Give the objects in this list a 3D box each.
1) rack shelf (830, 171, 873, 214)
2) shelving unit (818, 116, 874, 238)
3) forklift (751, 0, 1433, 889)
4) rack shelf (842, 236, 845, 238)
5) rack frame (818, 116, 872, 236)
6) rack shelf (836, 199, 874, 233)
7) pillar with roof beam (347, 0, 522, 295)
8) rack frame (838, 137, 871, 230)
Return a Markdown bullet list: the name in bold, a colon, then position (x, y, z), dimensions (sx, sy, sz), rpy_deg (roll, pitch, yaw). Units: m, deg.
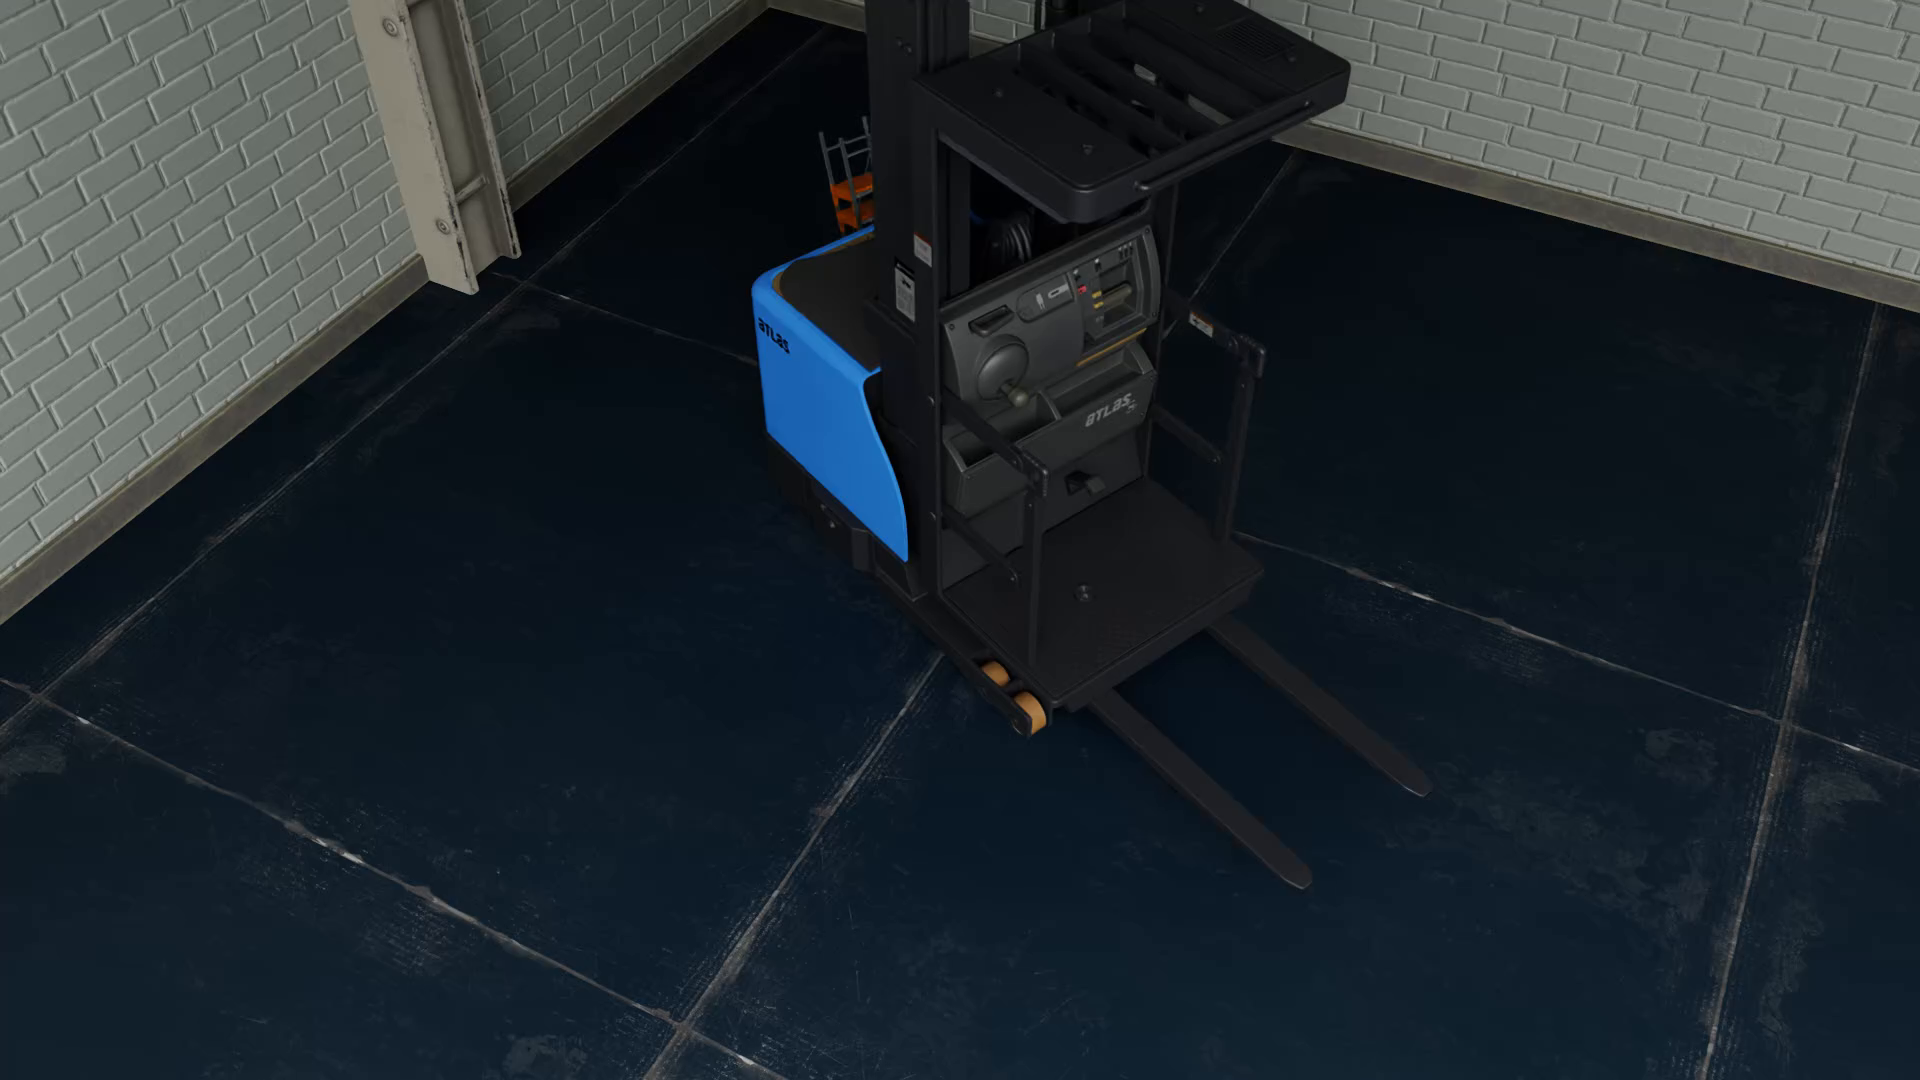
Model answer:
- **rack shelf**: position (-0.411, -1.530, 7.280), dimensions (0.258, 0.103, 0.180), rpy_deg (-26, 32, -23)
- **shelving unit**: position (-0.354, -1.261, 7.433), dimensions (0.258, 1.200, 0.189), rpy_deg (-26, 32, -23)
- **forklift**: position (0.467, -0.696, 5.657), dimensions (1.130, 2.935, 3.031), rpy_deg (-29, 52, -26)
- **rack shelf**: position (-0.368, -1.325, 7.397), dimensions (0.258, 0.103, 0.180), rpy_deg (-26, 32, -23)
- **rack frame**: position (-0.403, -1.291, 7.505), dimensions (0.240, 1.200, 0.006), rpy_deg (-26, 32, -23)
- **rack shelf**: position (-0.389, -1.428, 7.338), dimensions (0.258, 0.103, 0.180), rpy_deg (-26, 32, -23)
- **pillar with roof beam**: position (1.357, -3.128, 3.794), dimensions (9.100, 9.000, 0.400), rpy_deg (20, 49, 19)
- **rack frame**: position (-0.305, -1.231, 7.362), dimensions (0.240, 1.200, 0.006), rpy_deg (-26, 32, -23)
